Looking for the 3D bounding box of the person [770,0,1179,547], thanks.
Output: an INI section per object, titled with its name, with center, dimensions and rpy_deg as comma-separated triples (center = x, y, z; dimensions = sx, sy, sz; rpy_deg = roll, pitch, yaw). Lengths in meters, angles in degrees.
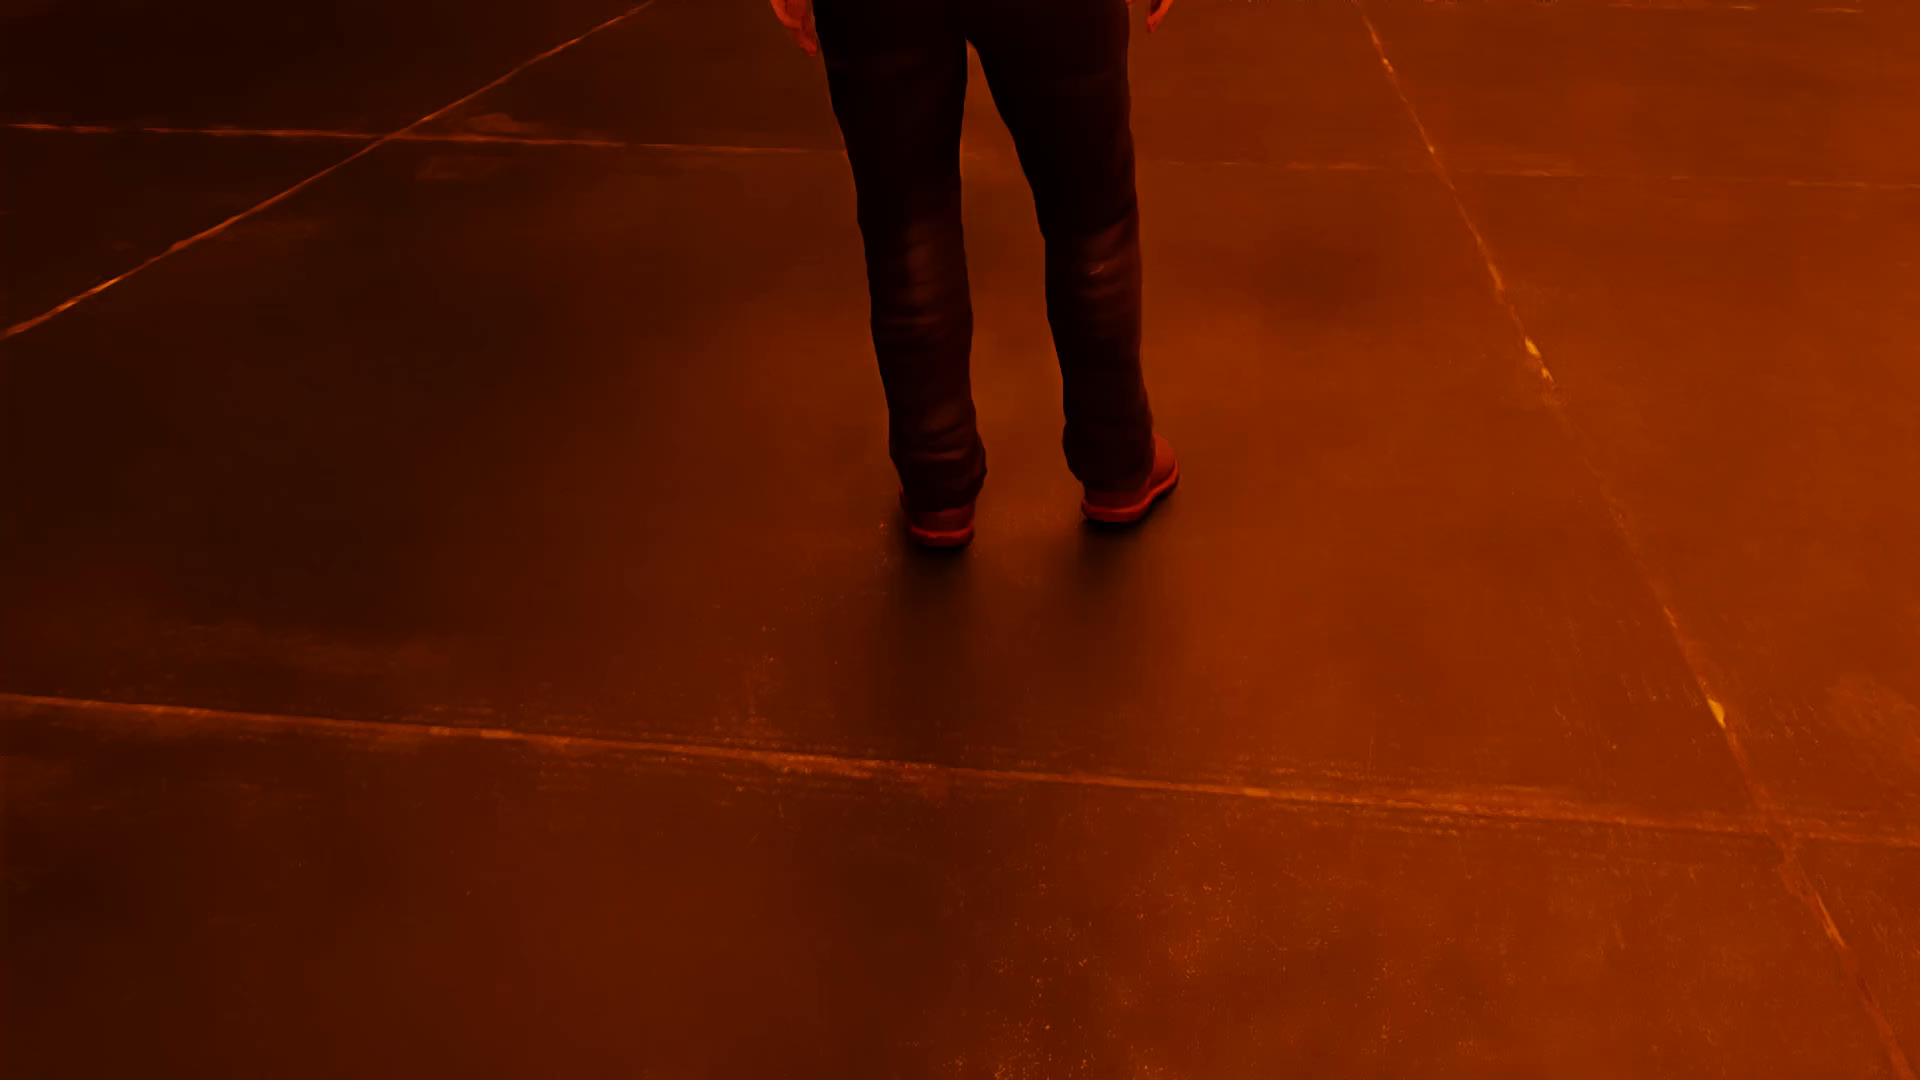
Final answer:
[person]
center = 0.034, -0.782, 2.206
dimensions = 0.599, 1.650, 0.502
rpy_deg = 3, 27, 7
